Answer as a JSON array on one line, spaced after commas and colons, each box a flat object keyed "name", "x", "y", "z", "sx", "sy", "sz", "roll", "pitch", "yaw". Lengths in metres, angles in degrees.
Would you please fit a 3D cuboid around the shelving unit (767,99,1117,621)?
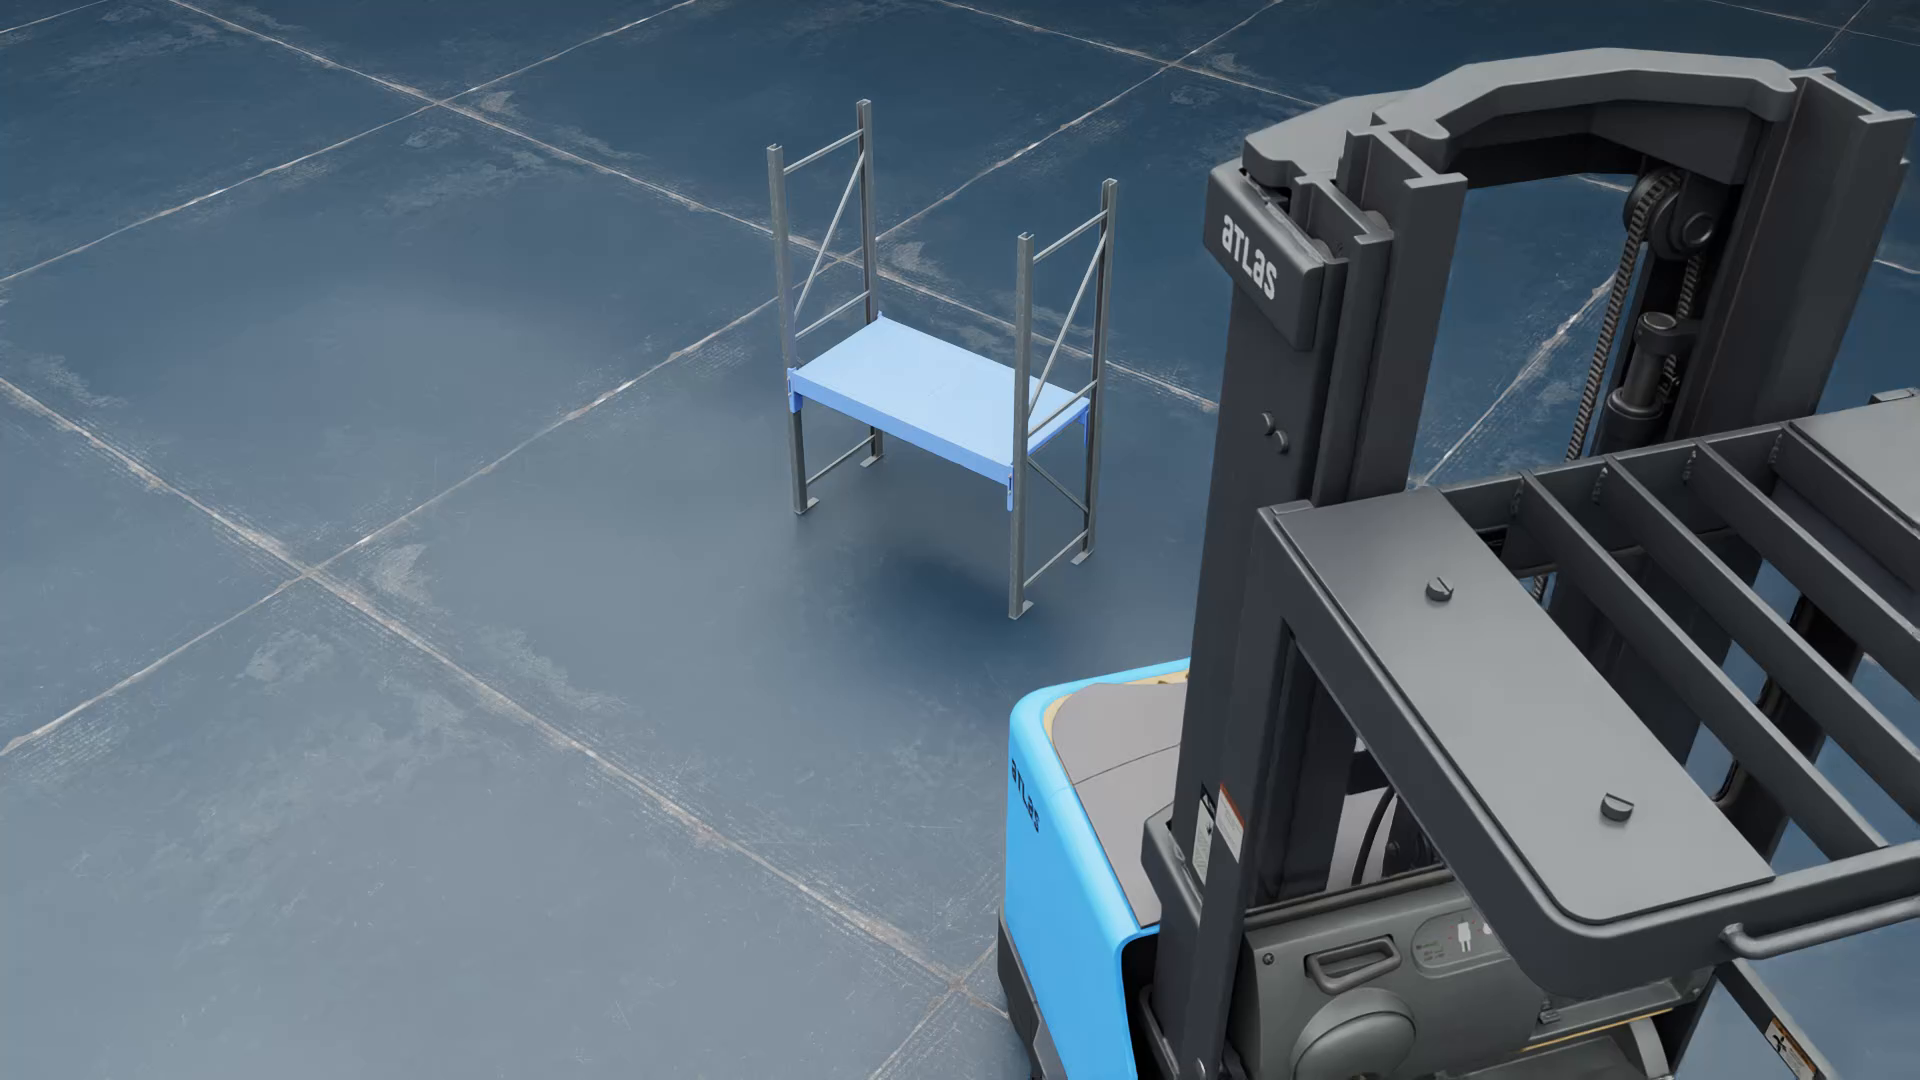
[{"name": "shelving unit", "x": -0.068, "y": -0.622, "z": 5.828, "sx": 1.048, "sy": 1.500, "sz": 0.538, "roll": 25, "pitch": 45, "yaw": 29}]

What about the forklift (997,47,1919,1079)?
[{"name": "forklift", "x": 1.010, "y": 0.851, "z": 2.786, "sx": 1.130, "sy": 2.935, "sz": 3.031, "roll": -10, "pitch": 39, "yaw": -13}]

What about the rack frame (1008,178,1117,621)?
[{"name": "rack frame", "x": 0.336, "y": -0.432, "z": 5.585, "sx": 0.032, "sy": 1.500, "sz": 0.500, "roll": 25, "pitch": 45, "yaw": 29}]

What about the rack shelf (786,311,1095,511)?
[{"name": "rack shelf", "x": -0.068, "y": -0.481, "z": 5.939, "sx": 1.000, "sy": 0.185, "sz": 0.538, "roll": 25, "pitch": 45, "yaw": 29}]

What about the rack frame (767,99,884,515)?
[{"name": "rack frame", "x": -0.472, "y": -0.813, "z": 6.072, "sx": 0.032, "sy": 1.500, "sz": 0.500, "roll": 25, "pitch": 45, "yaw": 29}]
